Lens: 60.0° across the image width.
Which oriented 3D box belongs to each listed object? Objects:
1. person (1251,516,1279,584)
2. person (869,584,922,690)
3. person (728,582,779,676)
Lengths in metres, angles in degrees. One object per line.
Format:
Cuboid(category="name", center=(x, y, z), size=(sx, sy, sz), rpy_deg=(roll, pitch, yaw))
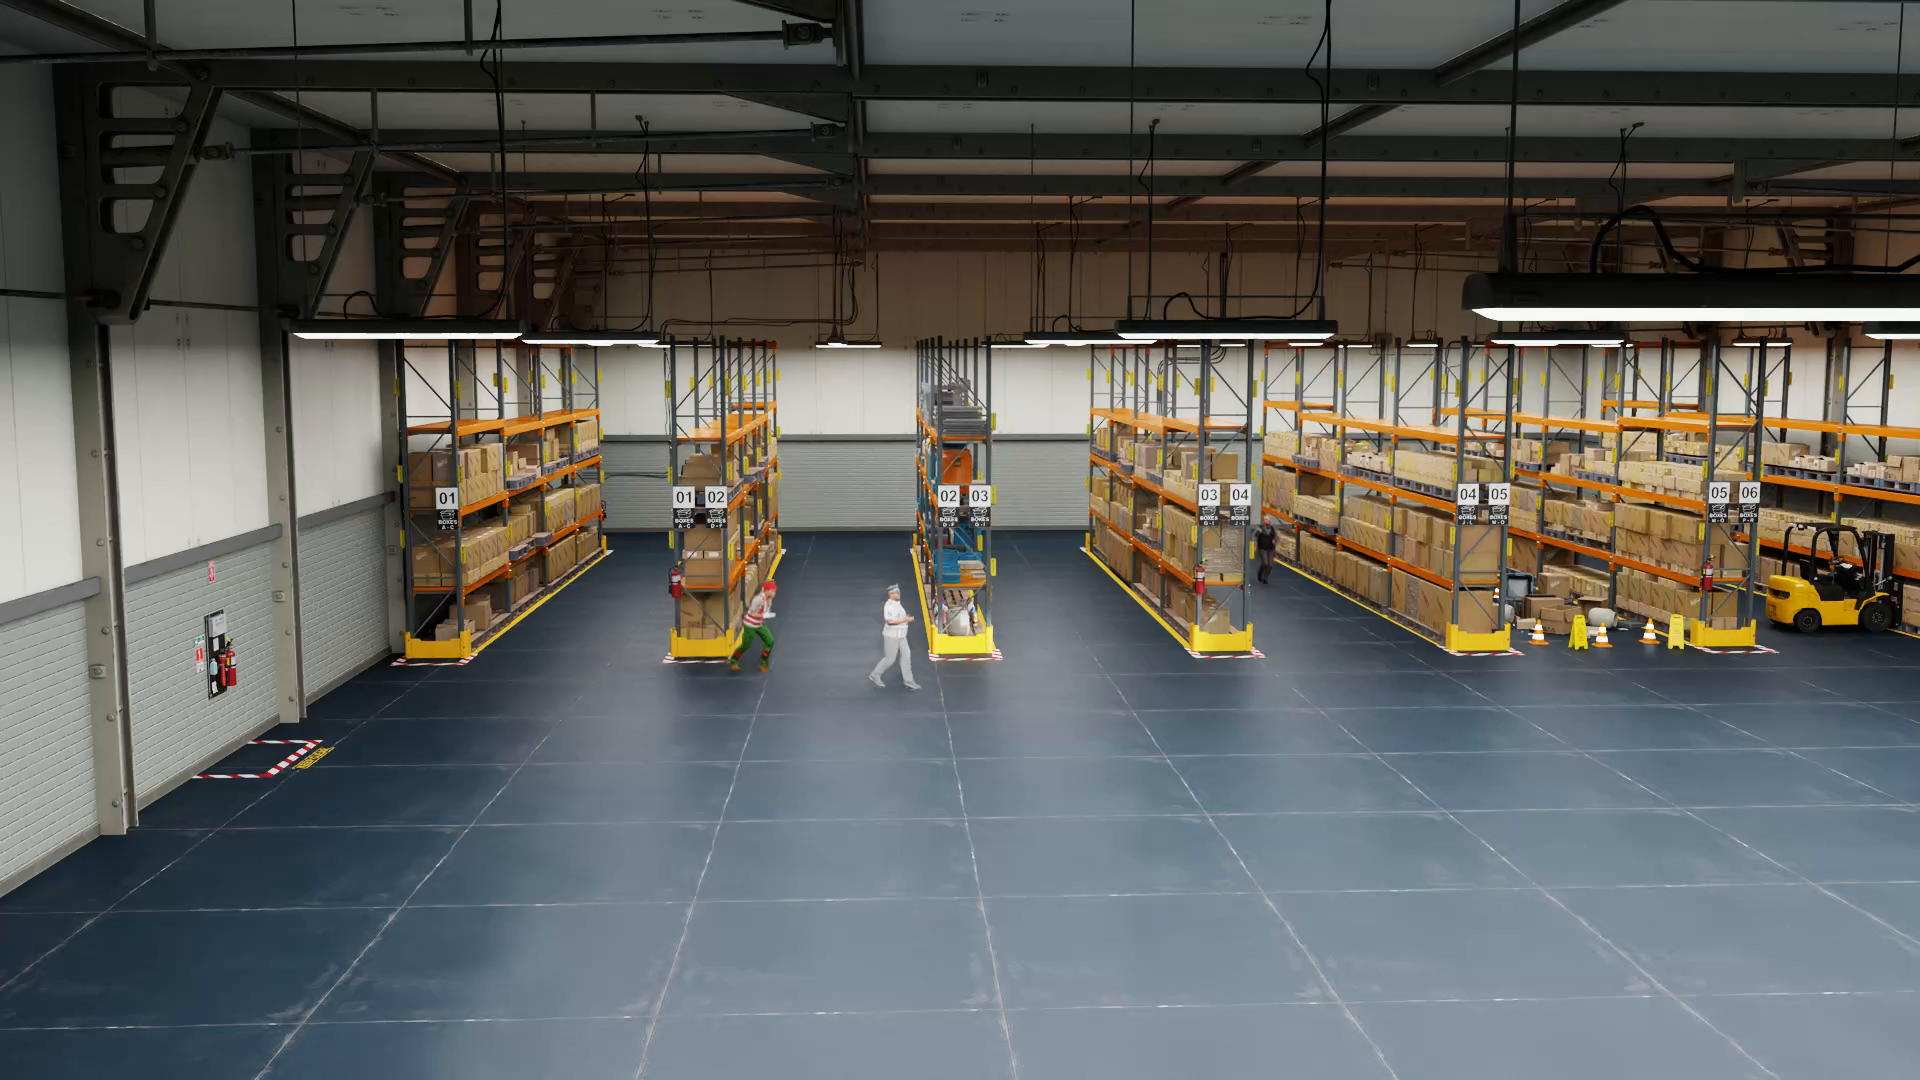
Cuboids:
Cuboid(category="person", center=(7.525, 0.251, 40.784), size=(0.644, 1.680, 0.591), rpy_deg=(-1, 7, -11))
Cuboid(category="person", center=(-1.100, 1.635, 28.090), size=(0.898, 1.805, 0.653), rpy_deg=(2, 7, 17))
Cuboid(category="person", center=(-3.656, 1.569, 29.485), size=(1.014, 1.718, 0.704), rpy_deg=(3, 7, 23))
